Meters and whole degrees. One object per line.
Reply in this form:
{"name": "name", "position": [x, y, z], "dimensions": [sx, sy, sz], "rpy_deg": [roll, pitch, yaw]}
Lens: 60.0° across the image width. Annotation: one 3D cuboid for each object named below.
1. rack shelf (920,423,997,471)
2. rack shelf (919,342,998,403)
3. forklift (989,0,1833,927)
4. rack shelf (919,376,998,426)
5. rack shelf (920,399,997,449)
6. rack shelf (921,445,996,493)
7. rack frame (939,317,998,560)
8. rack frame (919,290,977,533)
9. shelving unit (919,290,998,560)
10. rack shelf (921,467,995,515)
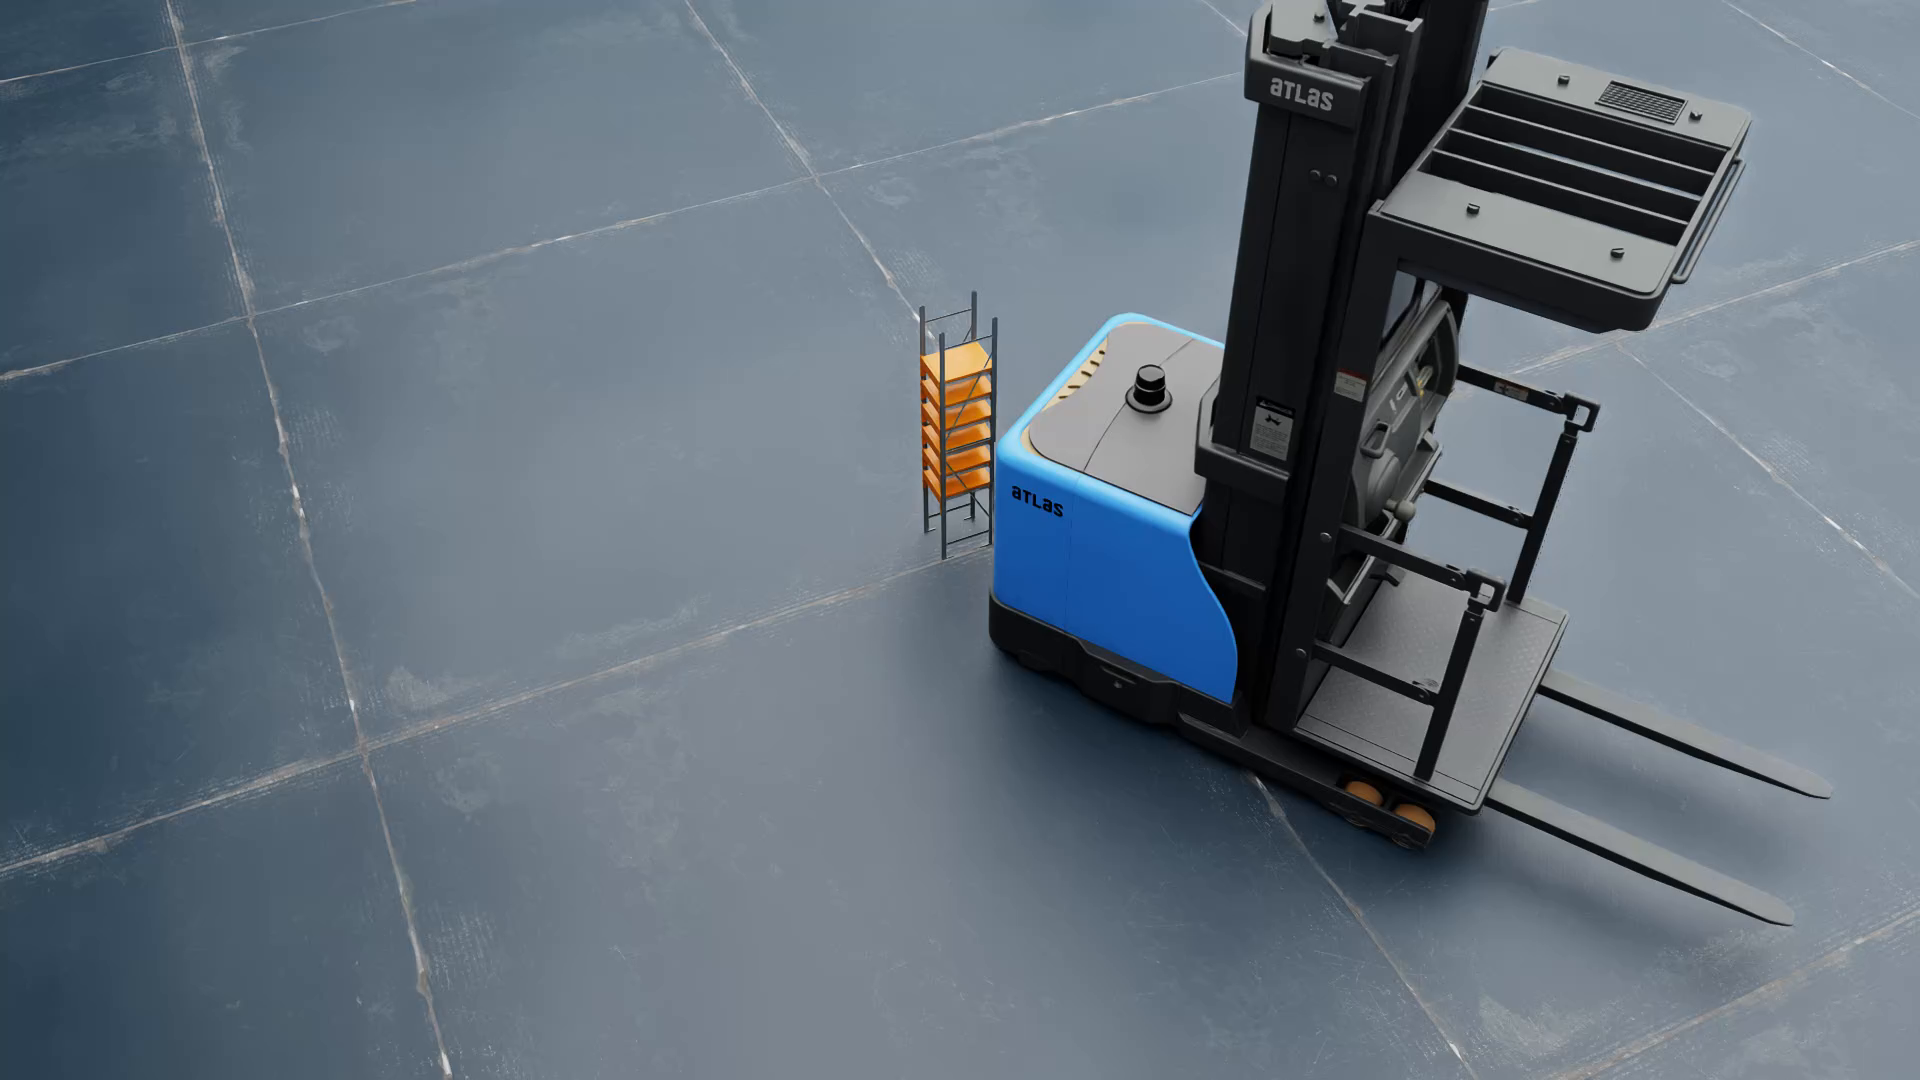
{"name": "rack shelf", "position": [-0.006, -0.405, 6.738], "dimensions": [0.258, 0.103, 0.180], "rpy_deg": [-18, 47, -17]}
{"name": "rack shelf", "position": [-0.006, -0.661, 6.485], "dimensions": [0.258, 0.103, 0.180], "rpy_deg": [-18, 47, -17]}
{"name": "forklift", "position": [1.640, -0.361, 5.398], "dimensions": [3.031, 2.935, 1.130], "rpy_deg": [23, 49, 22]}
{"name": "rack shelf", "position": [-0.006, -0.576, 6.569], "dimensions": [0.258, 0.103, 0.180], "rpy_deg": [-18, 47, -17]}
{"name": "rack shelf", "position": [-0.006, -0.490, 6.654], "dimensions": [0.258, 0.103, 0.180], "rpy_deg": [-18, 47, -17]}
{"name": "rack shelf", "position": [-0.006, -0.319, 6.822], "dimensions": [0.258, 0.103, 0.180], "rpy_deg": [-18, 47, -17]}
{"name": "rack frame", "position": [0.032, -0.378, 6.648], "dimensions": [0.240, 1.200, 0.006], "rpy_deg": [-18, 47, -17]}
{"name": "rack frame", "position": [-0.045, -0.495, 6.766], "dimensions": [0.240, 1.200, 0.006], "rpy_deg": [-18, 47, -17]}
{"name": "shelving unit", "position": [-0.006, -0.436, 6.707], "dimensions": [0.258, 1.200, 0.189], "rpy_deg": [-18, 47, -17]}
{"name": "rack shelf", "position": [-0.006, -0.234, 6.907], "dimensions": [0.258, 0.103, 0.180], "rpy_deg": [-18, 47, -17]}
